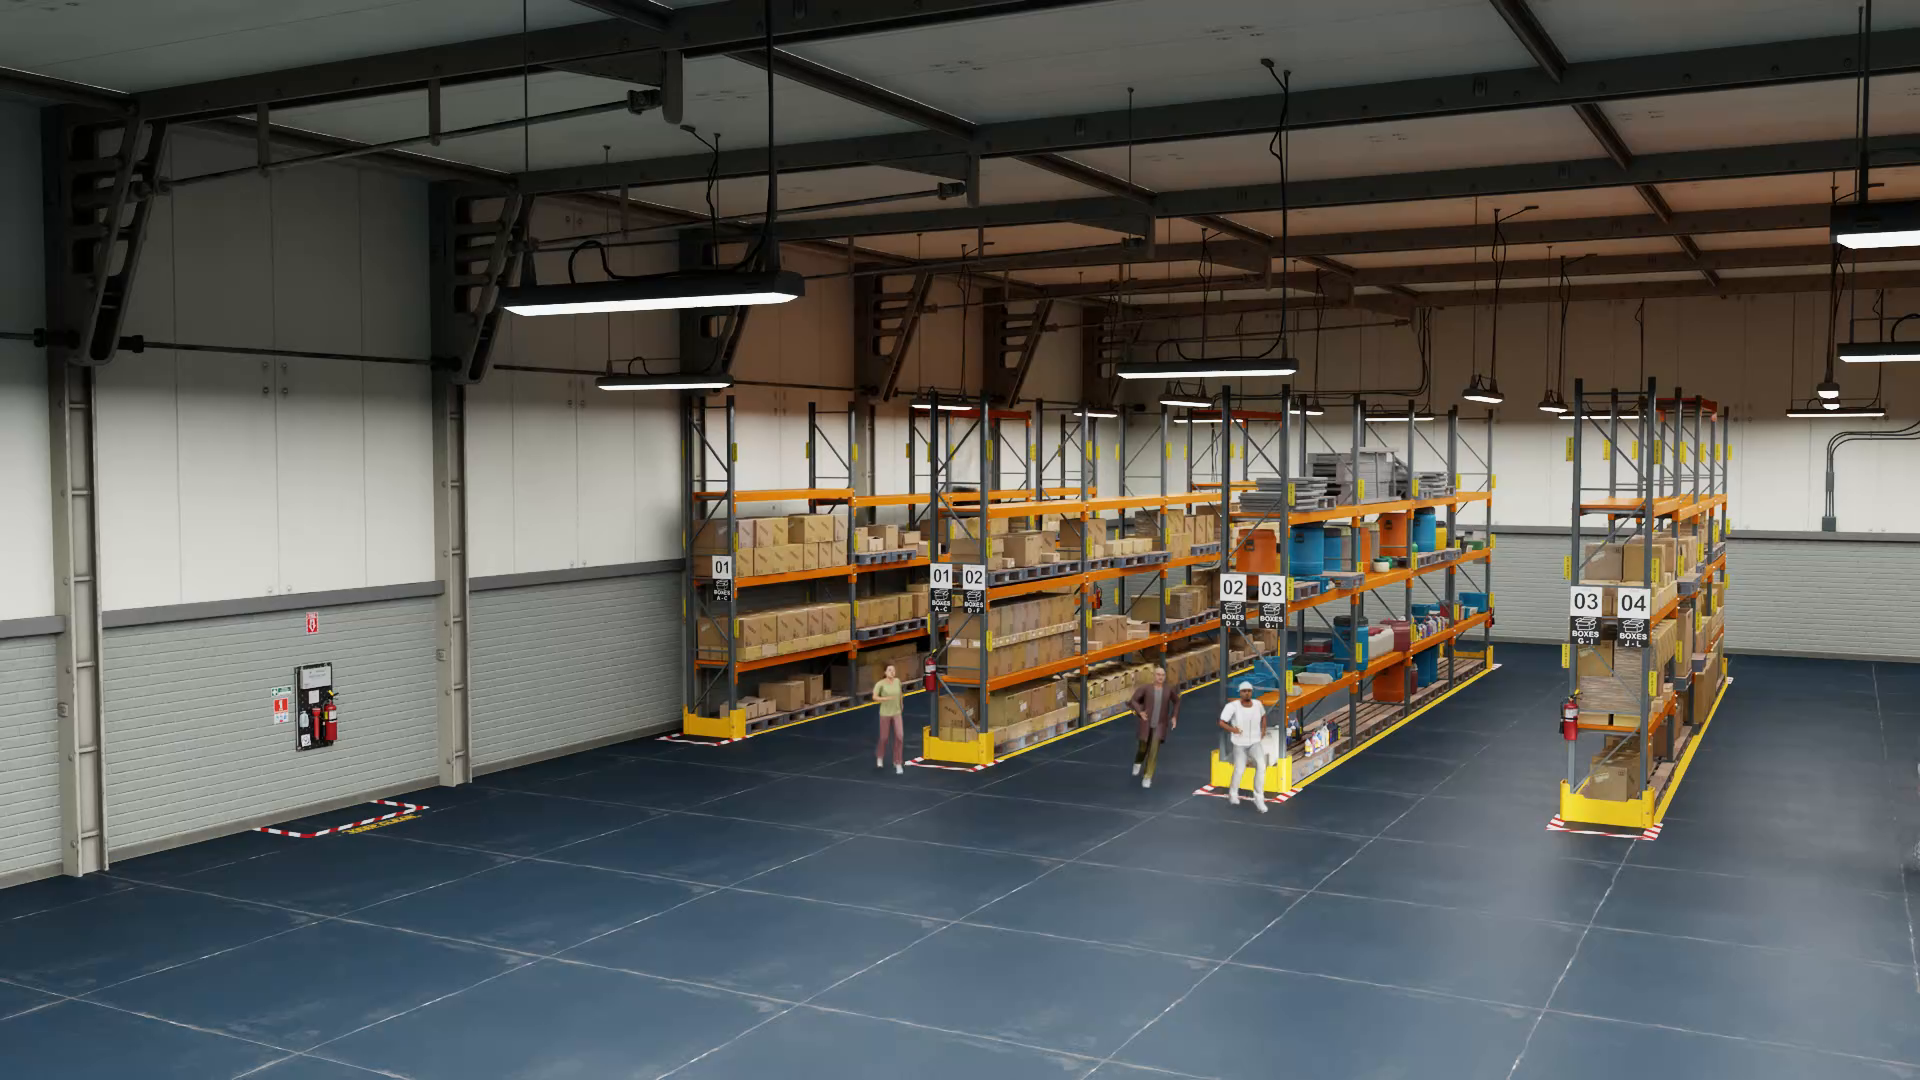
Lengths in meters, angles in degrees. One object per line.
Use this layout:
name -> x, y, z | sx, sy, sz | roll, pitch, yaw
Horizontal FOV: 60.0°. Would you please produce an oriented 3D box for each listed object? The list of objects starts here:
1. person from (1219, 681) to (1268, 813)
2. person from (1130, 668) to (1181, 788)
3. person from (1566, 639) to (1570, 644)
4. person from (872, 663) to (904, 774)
person -> 4.018, 2.878, 23.341 | 0.757, 1.786, 0.716 | -1, 3, -12
person -> 2.956, 2.799, 25.136 | 0.775, 1.735, 0.991 | 0, 3, 4
person -> 12.243, 2.484, 32.815 | 0.631, 1.635, 0.788 | 2, 3, 30
person -> -1.132, 2.788, 26.163 | 0.601, 1.735, 0.757 | -1, 3, -25
